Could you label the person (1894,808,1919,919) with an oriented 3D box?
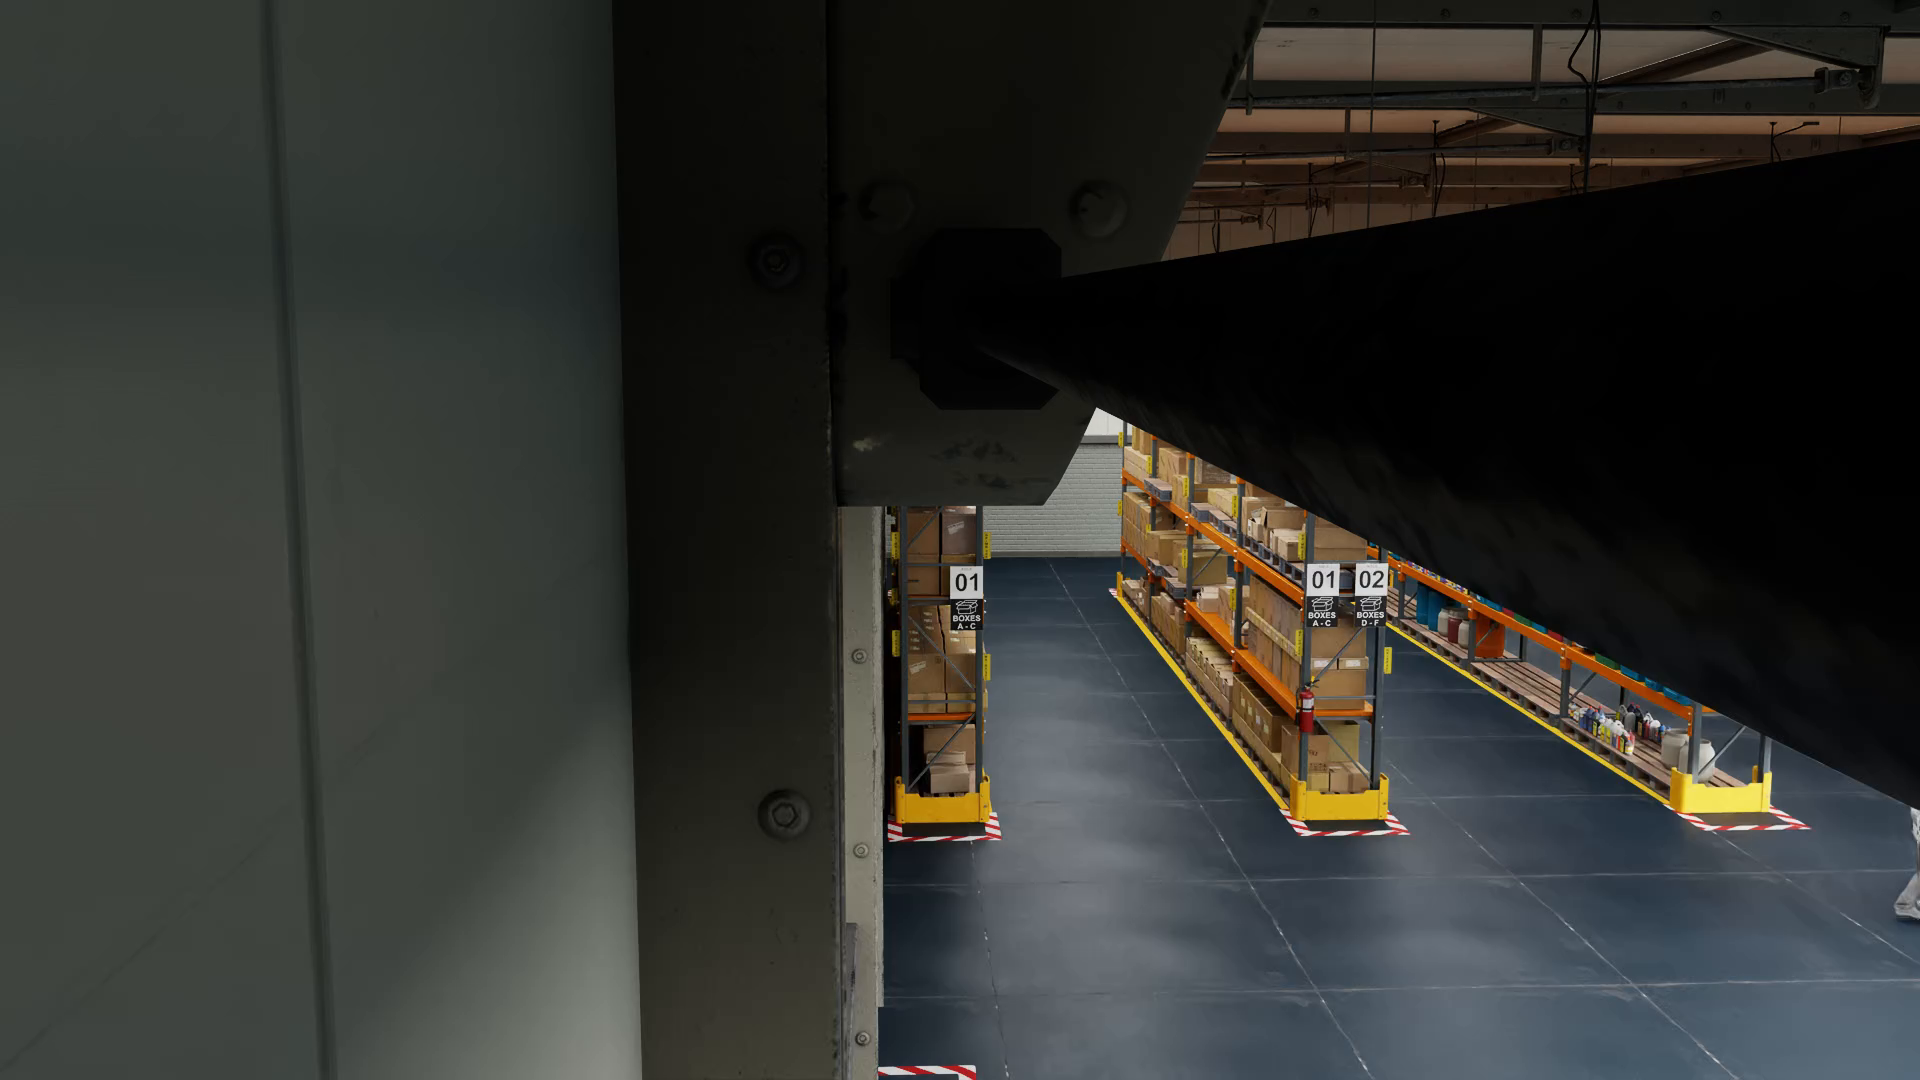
[{"bbox_3d":[10.018,3.075,17.043,0.670,1.751,0.638,3,9,20],"label":"person"}]
